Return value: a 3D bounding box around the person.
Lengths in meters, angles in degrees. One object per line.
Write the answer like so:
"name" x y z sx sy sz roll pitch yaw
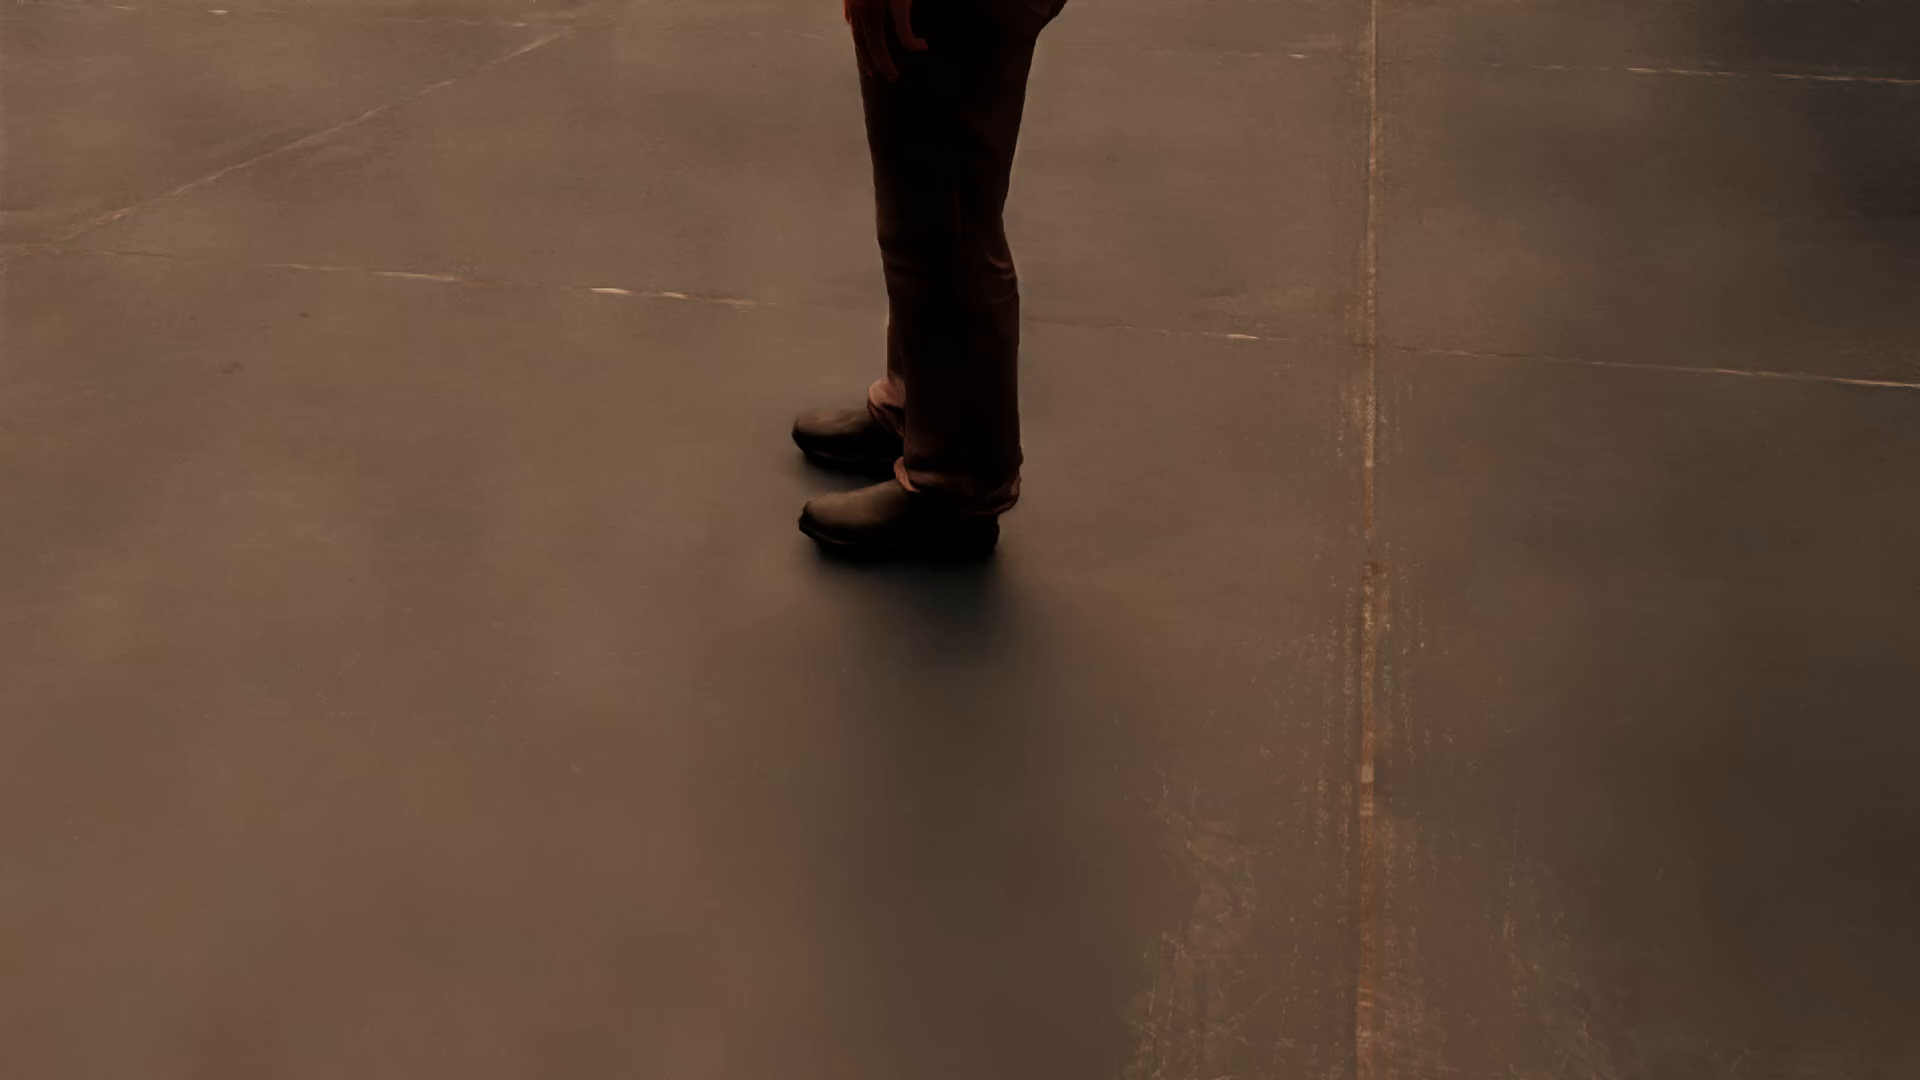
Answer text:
"person" -0.067 -0.785 2.130 0.551 1.720 0.632 6 27 11
